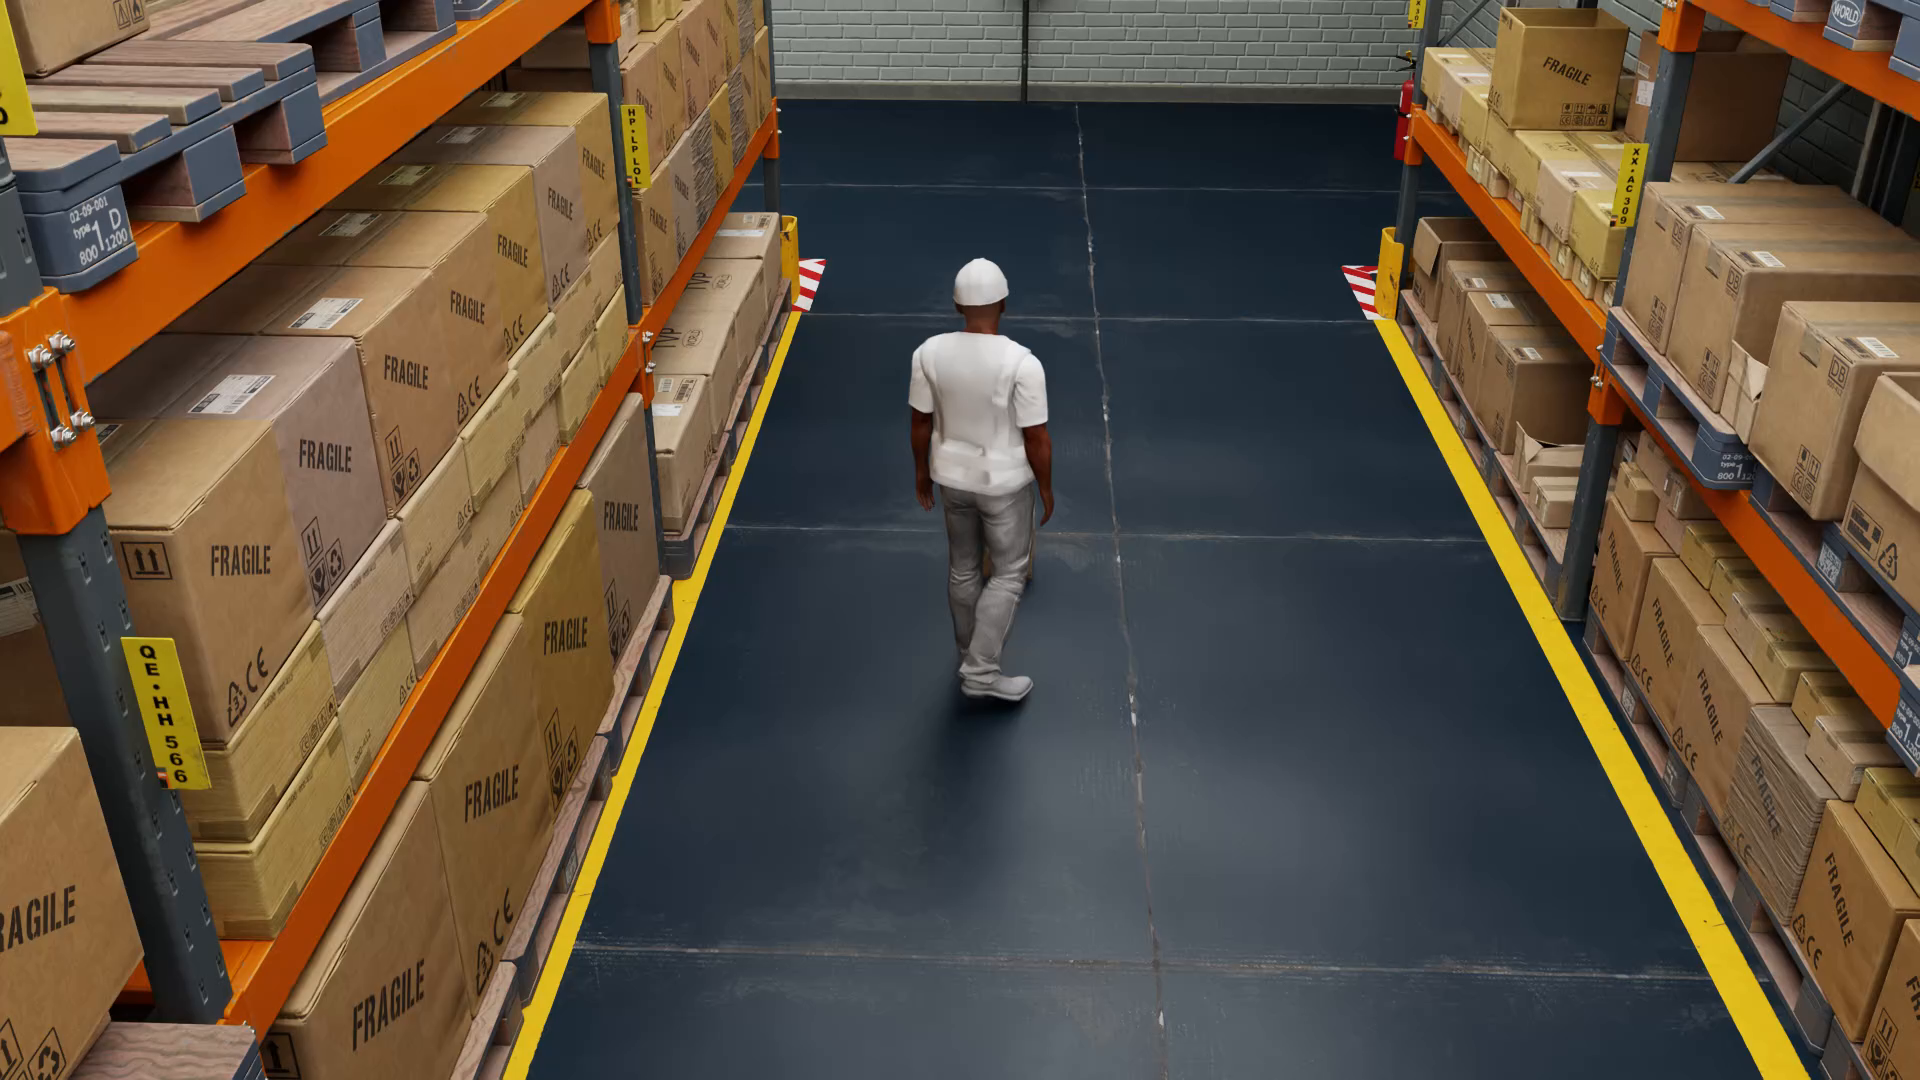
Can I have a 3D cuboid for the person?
[{"bbox_3d":[0.081,-0.232,6.529,0.579,1.771,0.599,14,31,25],"label":"person"}]
